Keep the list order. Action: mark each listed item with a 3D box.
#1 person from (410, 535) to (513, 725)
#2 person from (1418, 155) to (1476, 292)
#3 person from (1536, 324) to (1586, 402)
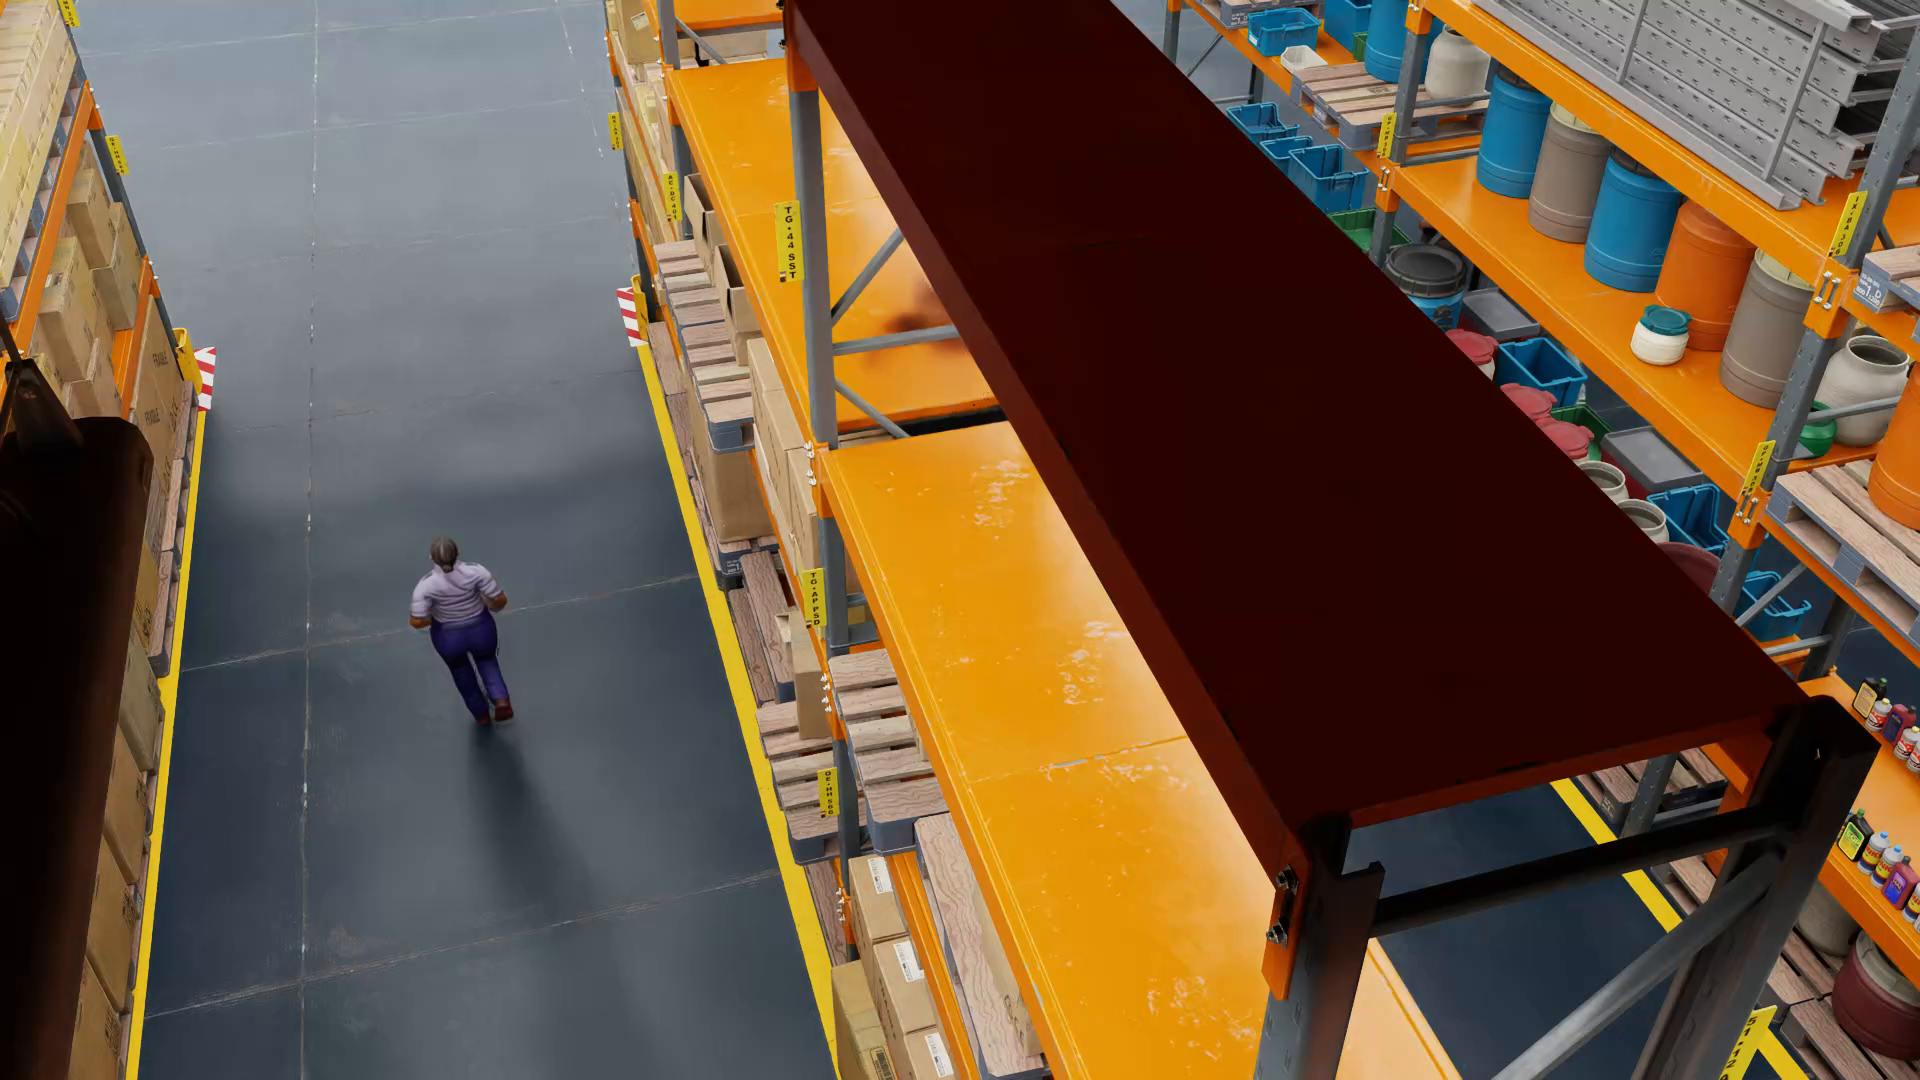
[{"bbox_3d":[-3.201,0.634,10.760,0.614,1.609,0.575,-16,41,-19],"label":"person"},{"bbox_3d":[4.370,-2.712,14.896,0.662,1.719,0.859,-11,40,-13],"label":"person"},{"bbox_3d":[5.039,-1.863,13.865,0.565,1.631,0.778,-19,42,-22],"label":"person"}]
